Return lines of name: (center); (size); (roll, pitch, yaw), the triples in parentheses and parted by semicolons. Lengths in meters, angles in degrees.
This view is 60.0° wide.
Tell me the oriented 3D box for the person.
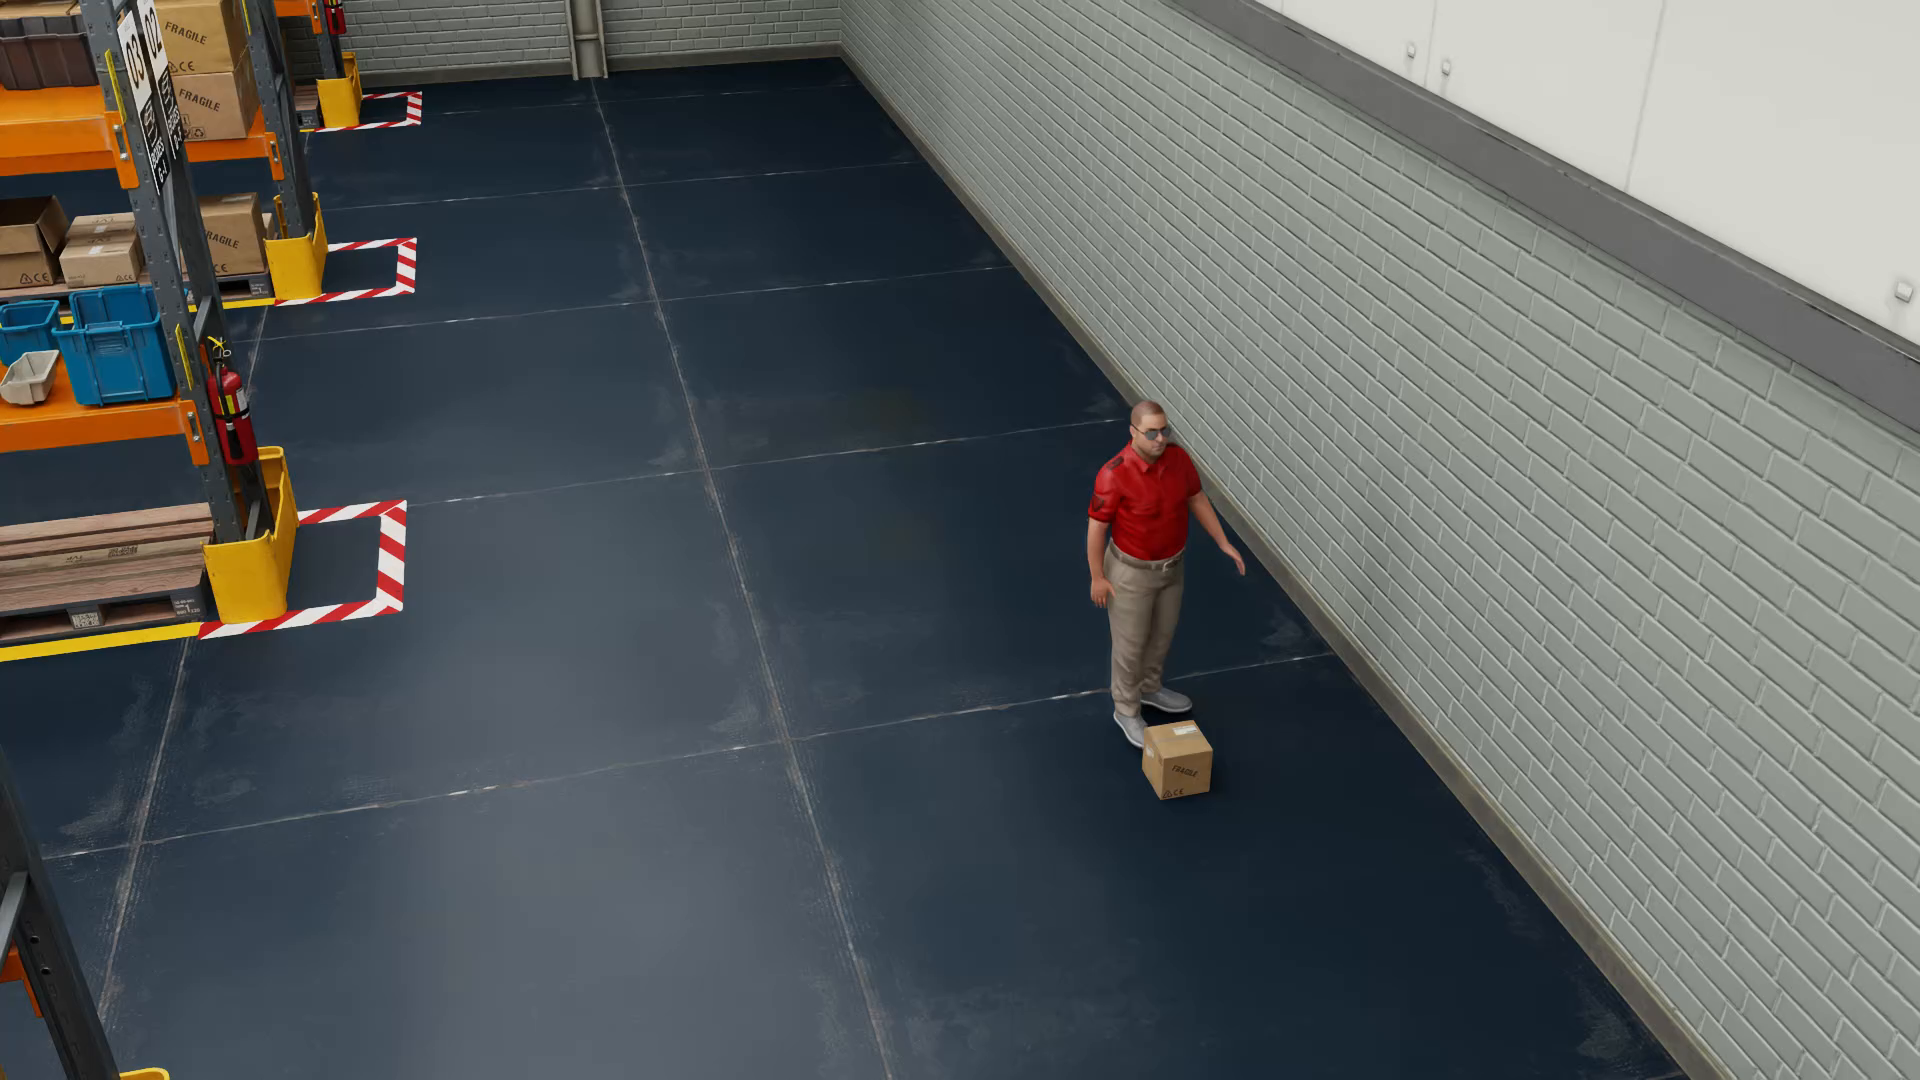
person: (0.975, 0.152, 7.955); (0.701, 1.738, 0.467); (-21, 36, -31)
